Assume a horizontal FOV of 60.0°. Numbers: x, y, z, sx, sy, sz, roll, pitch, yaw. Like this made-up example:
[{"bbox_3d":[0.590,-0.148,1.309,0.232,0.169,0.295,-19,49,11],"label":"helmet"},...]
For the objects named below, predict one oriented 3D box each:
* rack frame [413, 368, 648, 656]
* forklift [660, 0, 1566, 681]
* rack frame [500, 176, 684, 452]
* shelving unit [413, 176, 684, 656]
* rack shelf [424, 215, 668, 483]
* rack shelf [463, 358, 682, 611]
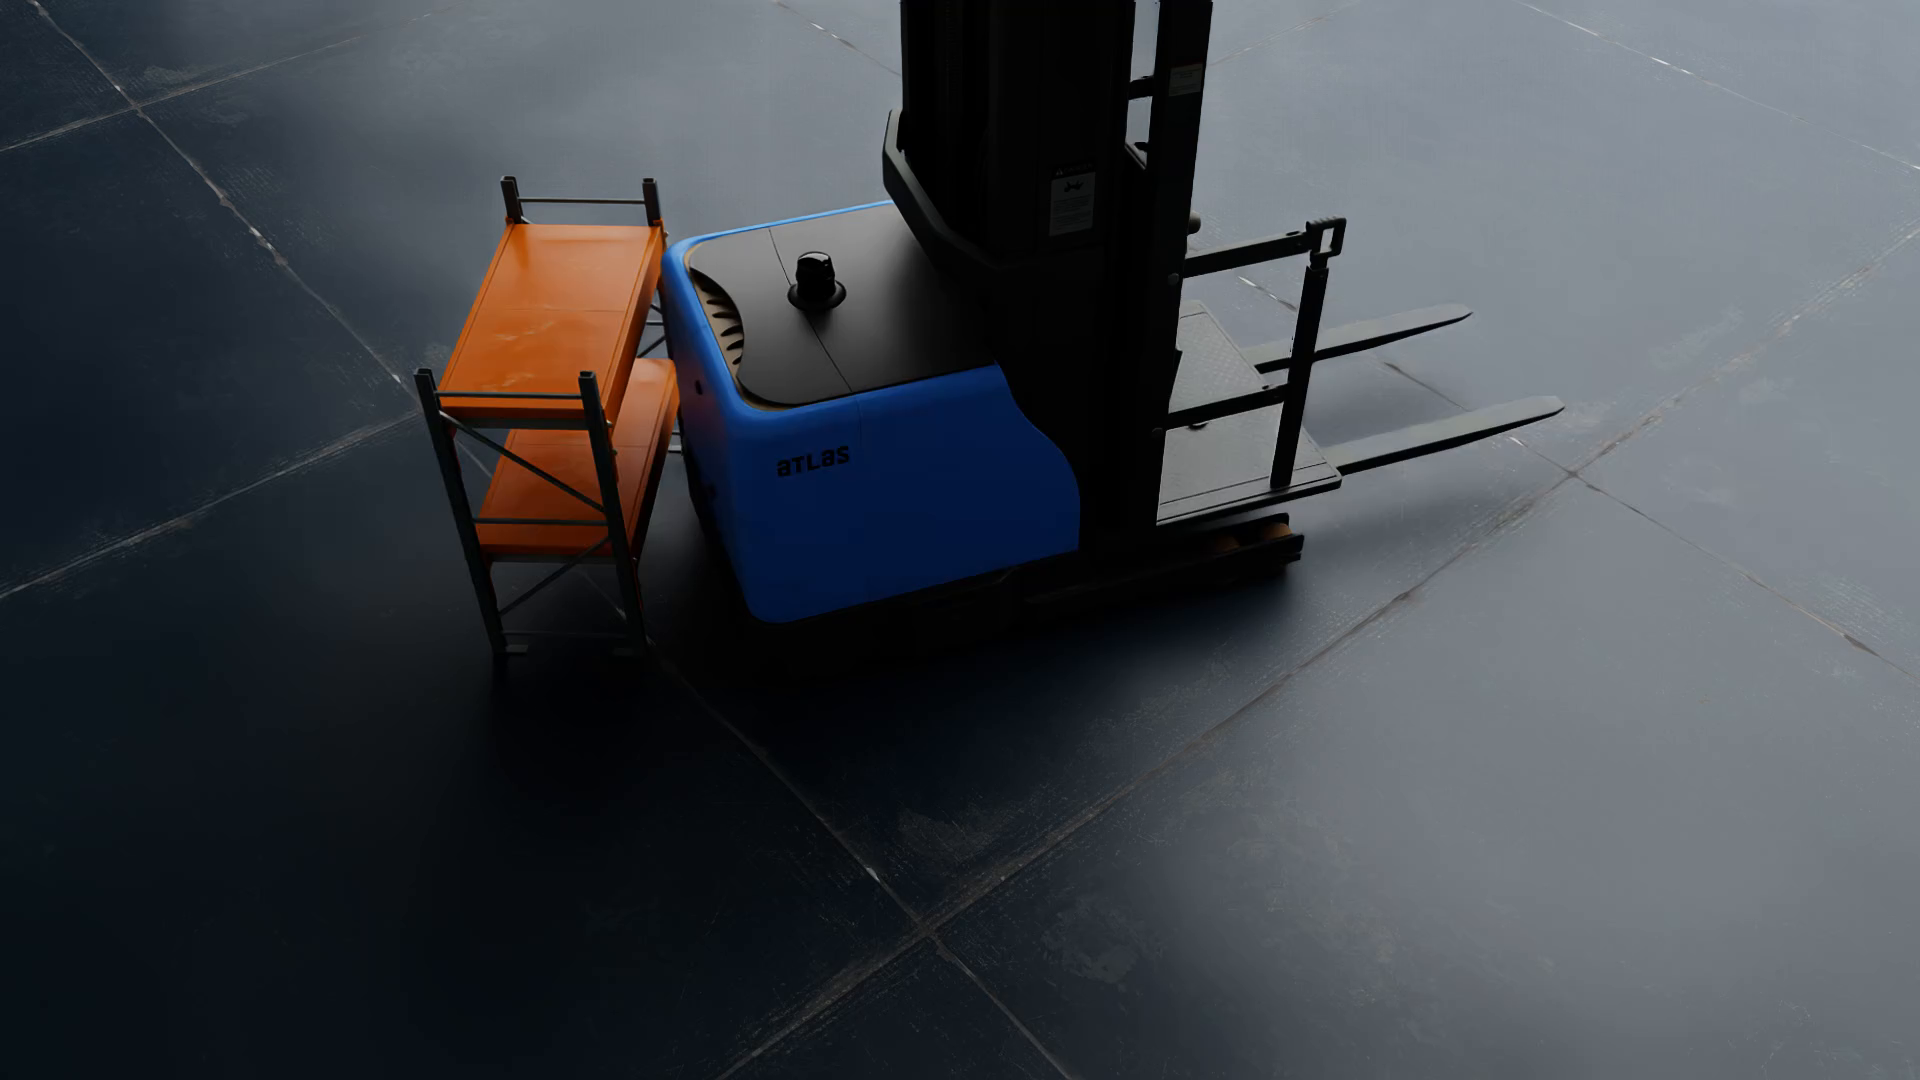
[{"bbox_3d":[-1.259,-0.052,4.982,0.500,1.125,0.032,1,43,2],"label":"rack frame"},{"bbox_3d":[0.627,-1.246,4.935,3.031,2.935,1.130,-14,45,-14],"label":"forklift"},{"bbox_3d":[-1.224,-0.747,5.723,0.500,1.125,0.032,1,43,2],"label":"rack frame"},{"bbox_3d":[-1.241,-0.400,5.352,0.538,1.125,1.048,1,43,2],"label":"shelving unit"},{"bbox_3d":[-1.242,-0.613,5.152,0.538,0.278,1.000,1,43,2],"label":"rack shelf"},{"bbox_3d":[-1.240,-0.221,5.520,0.538,0.278,1.000,1,43,2],"label":"rack shelf"}]
